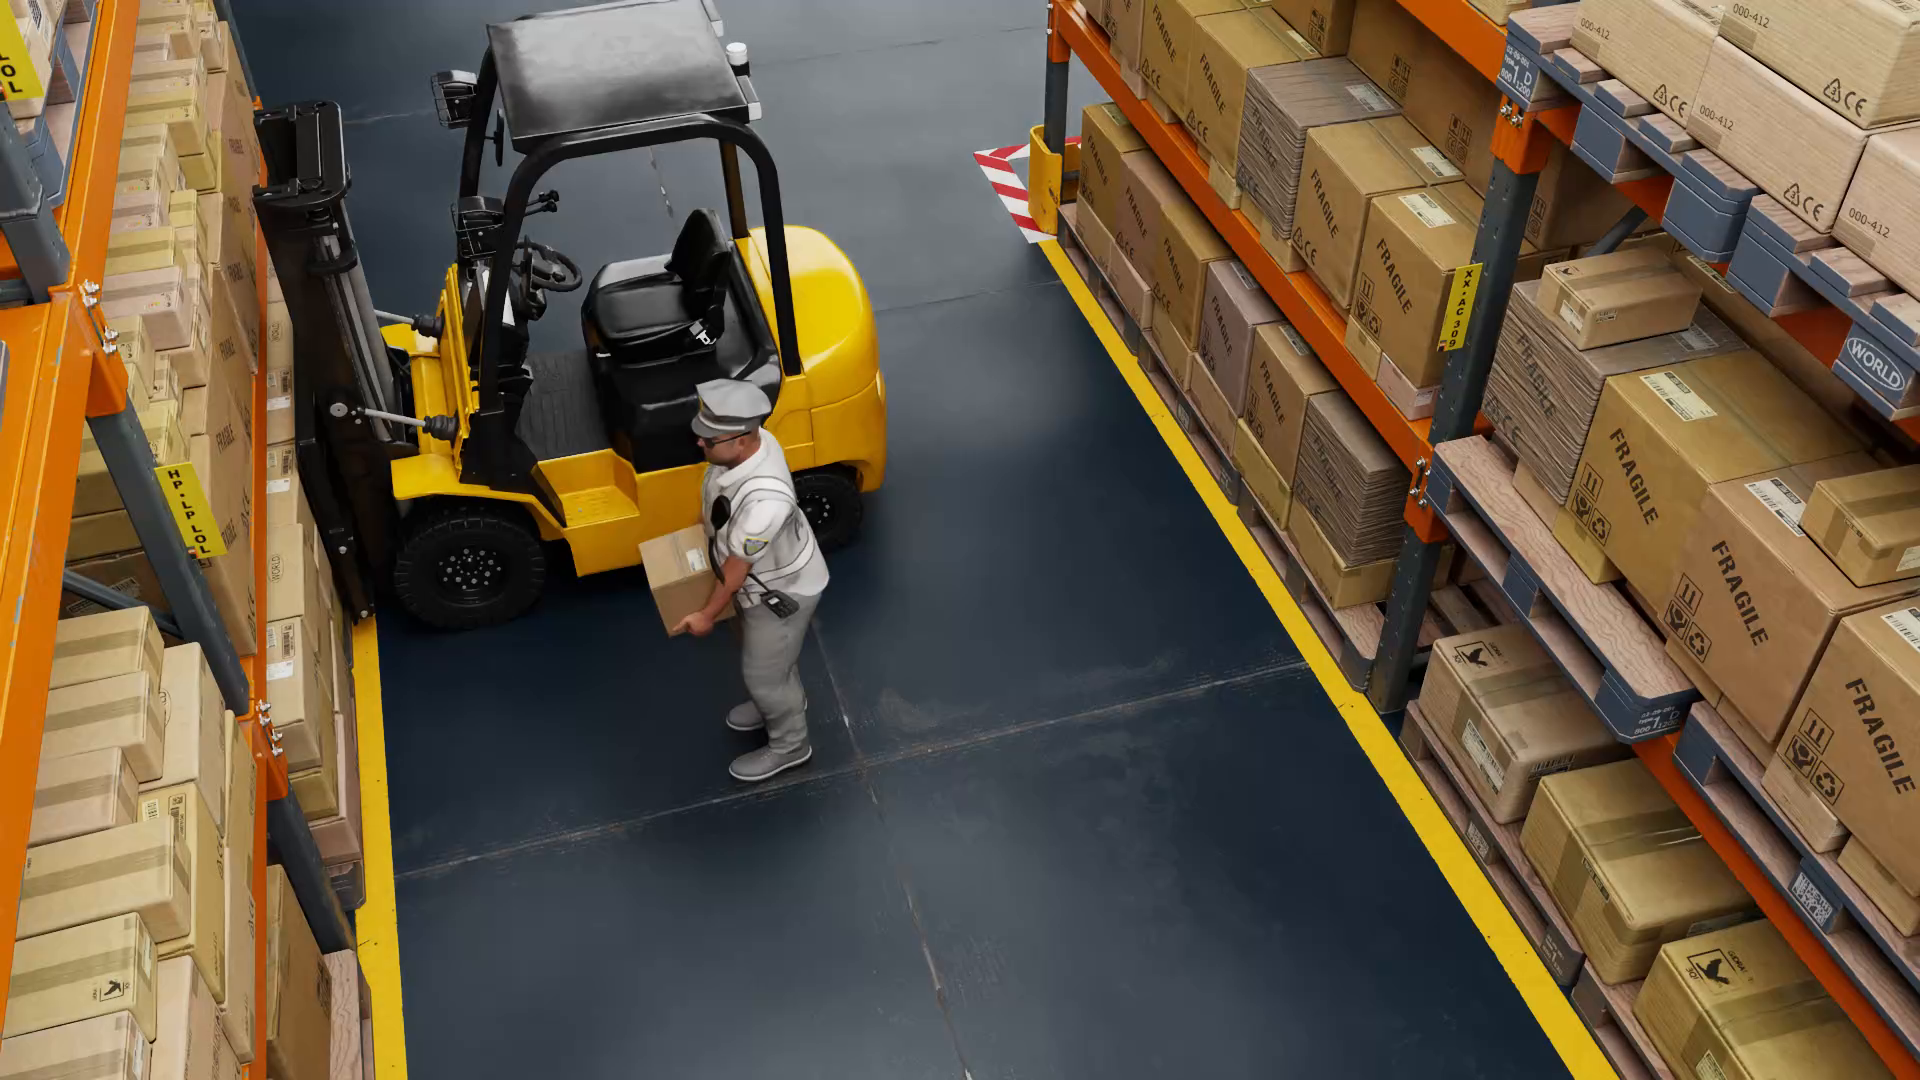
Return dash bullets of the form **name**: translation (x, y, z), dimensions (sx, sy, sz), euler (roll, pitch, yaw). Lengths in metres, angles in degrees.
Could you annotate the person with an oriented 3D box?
- **person**: translation (-0.767, 0.163, 5.974), dimensions (0.580, 1.759, 0.489), euler (-13, 43, -14)
